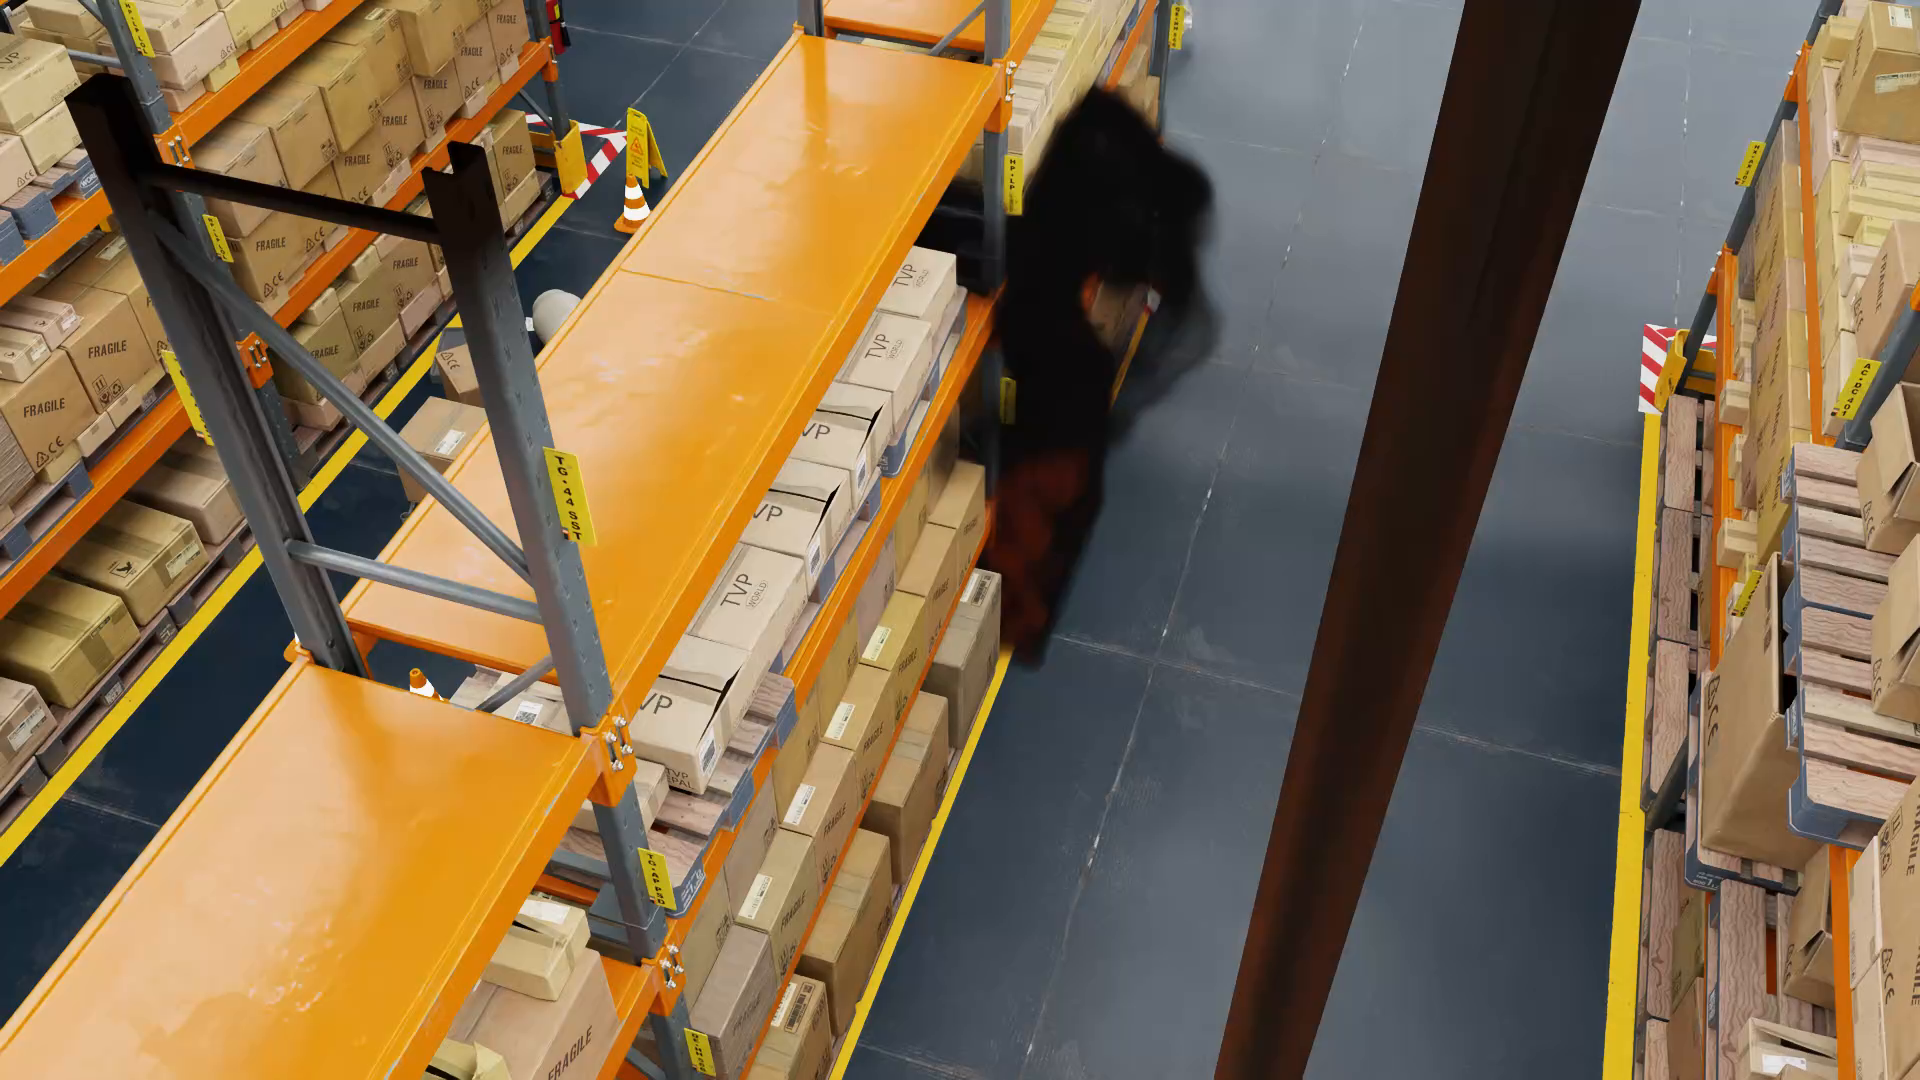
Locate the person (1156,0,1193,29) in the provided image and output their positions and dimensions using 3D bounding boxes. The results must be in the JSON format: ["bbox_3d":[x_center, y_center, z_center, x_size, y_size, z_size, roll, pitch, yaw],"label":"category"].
[{"bbox_3d":[1.966,-5.465,15.439,0.577,1.546,0.921,-17,48,-16],"label":"person"}]
